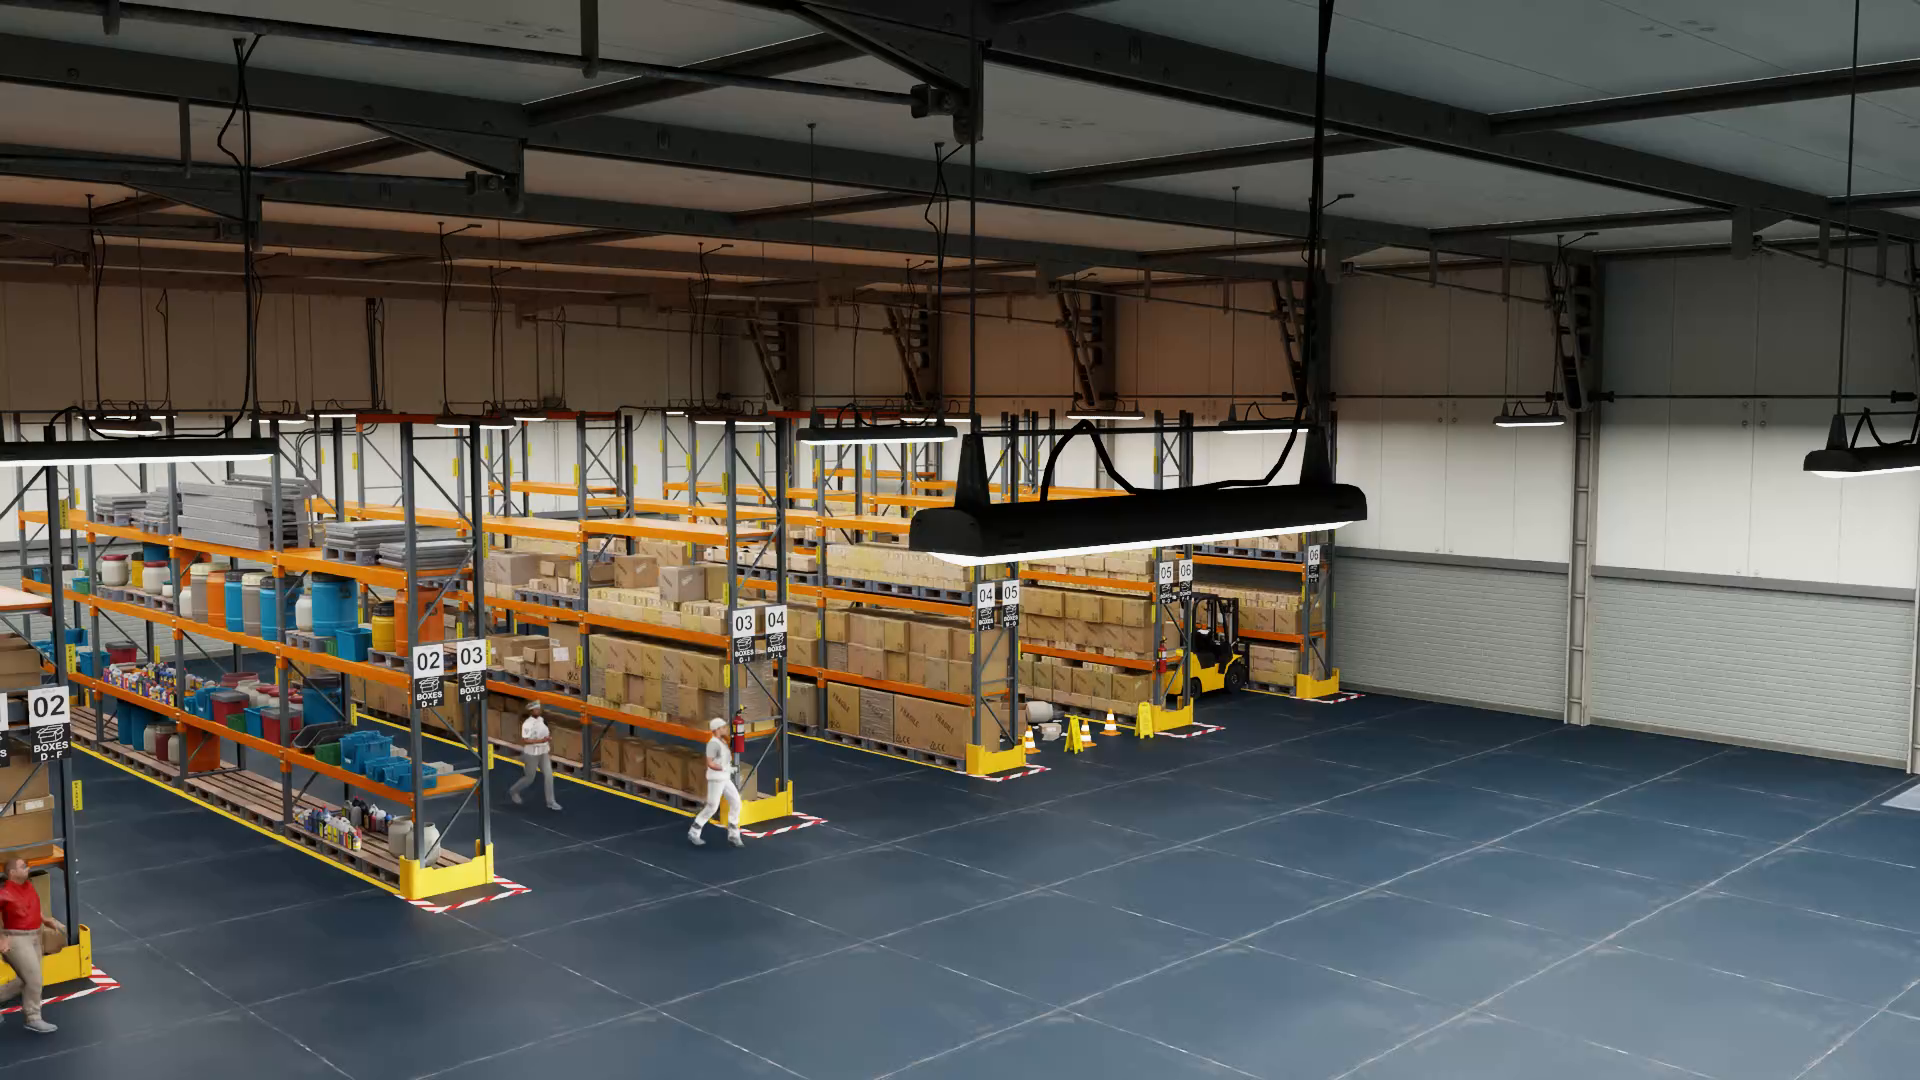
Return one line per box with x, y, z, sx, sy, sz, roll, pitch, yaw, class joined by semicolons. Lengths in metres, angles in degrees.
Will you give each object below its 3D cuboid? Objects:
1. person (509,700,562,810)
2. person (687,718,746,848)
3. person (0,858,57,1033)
-6.480;3.269;25.411;0.929;1.671;0.581;3;6;28;person
-3.395;3.419;23.422;0.812;1.829;0.717;1;5;10;person
-9.407;4.051;16.690;0.747;1.708;0.708;0;5;-1;person
